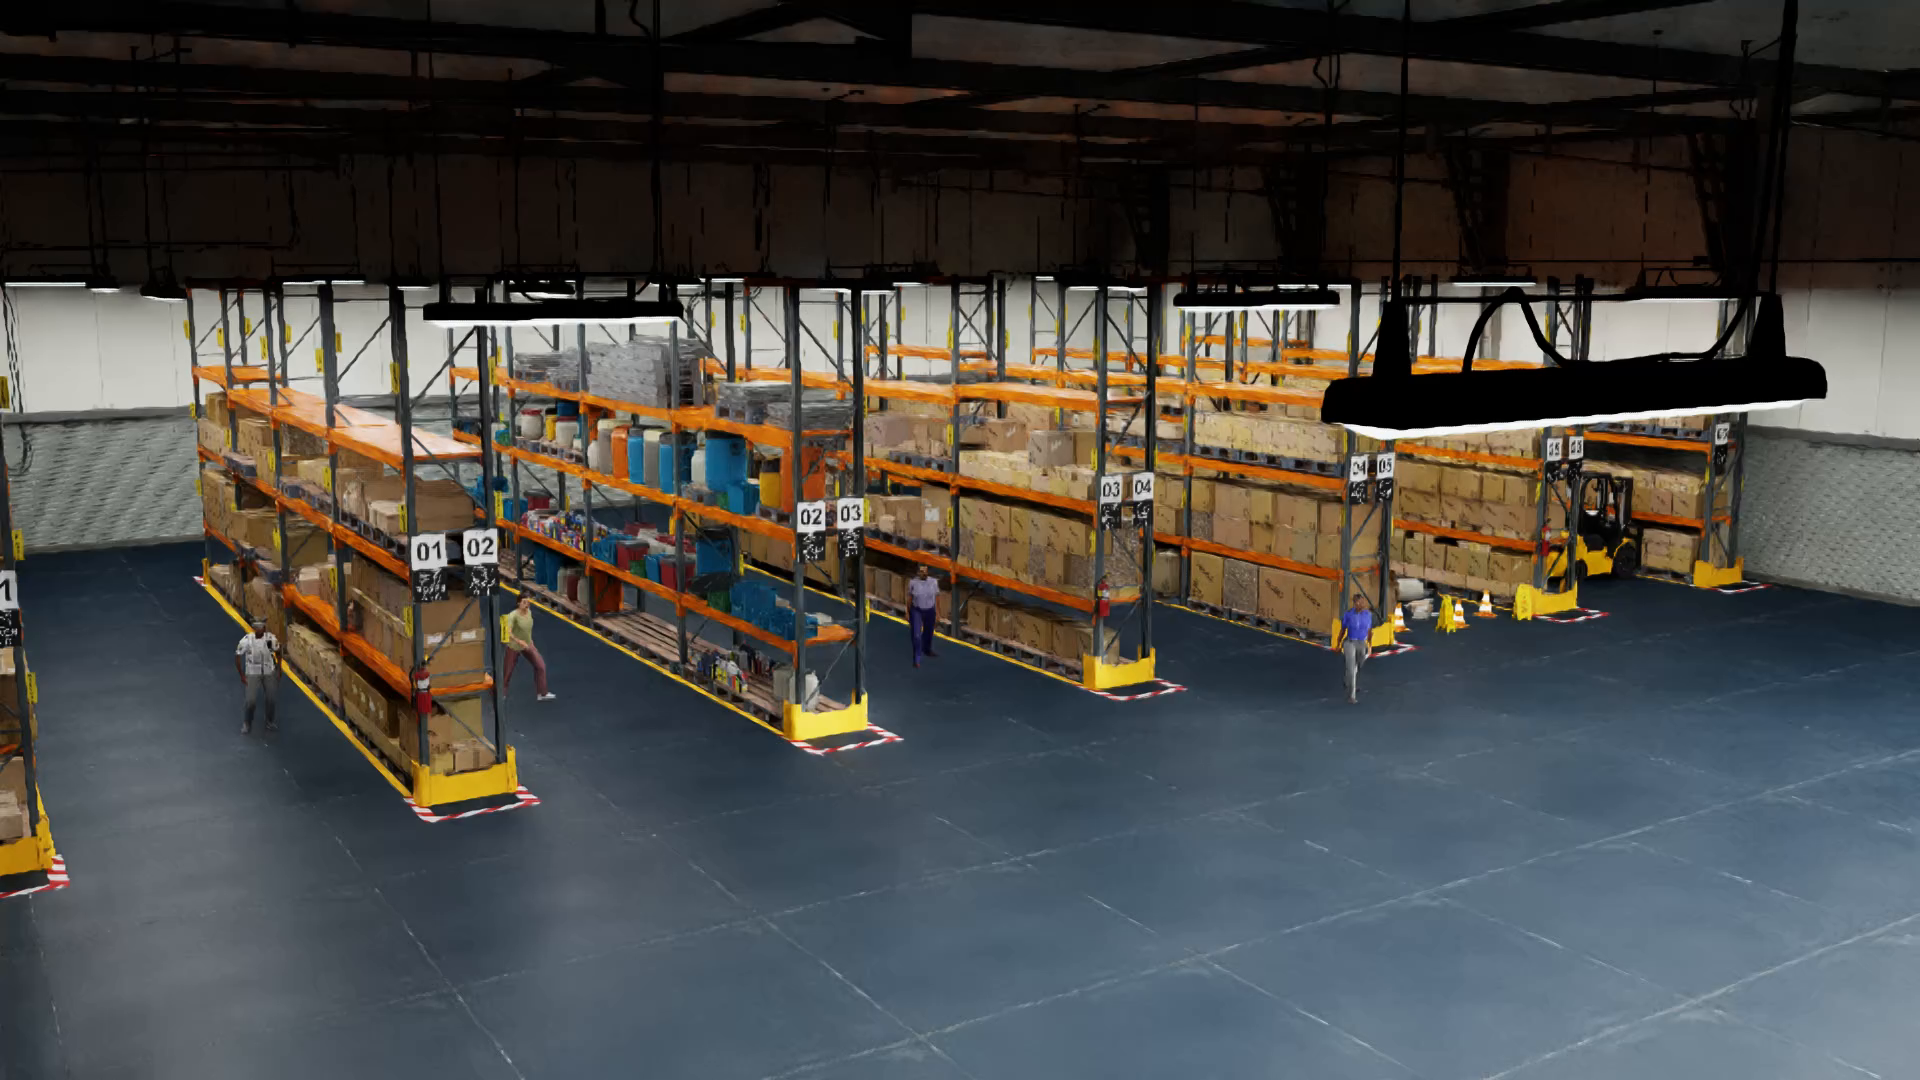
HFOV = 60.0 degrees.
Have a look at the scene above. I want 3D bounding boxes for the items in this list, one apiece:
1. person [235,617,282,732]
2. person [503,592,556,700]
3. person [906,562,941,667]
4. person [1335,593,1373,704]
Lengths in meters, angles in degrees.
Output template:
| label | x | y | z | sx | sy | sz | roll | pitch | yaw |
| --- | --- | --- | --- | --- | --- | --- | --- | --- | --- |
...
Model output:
| label | x | y | z | sx | sy | sz | roll | pitch | yaw |
| --- | --- | --- | --- | --- | --- | --- | --- | --- | --- |
| person | -9.463 | 1.775 | 22.470 | 0.592 | 1.584 | 0.526 | -6 | 12 | -34 |
| person | -6.356 | 1.527 | 24.046 | 0.817 | 1.603 | 0.611 | 8 | 12 | 40 |
| person | -0.546 | 1.077 | 25.119 | 0.534 | 1.569 | 0.926 | -2 | 10 | -11 |
| person | 5.735 | 1.528 | 24.155 | 0.505 | 1.578 | 0.933 | -2 | 10 | -11 |
